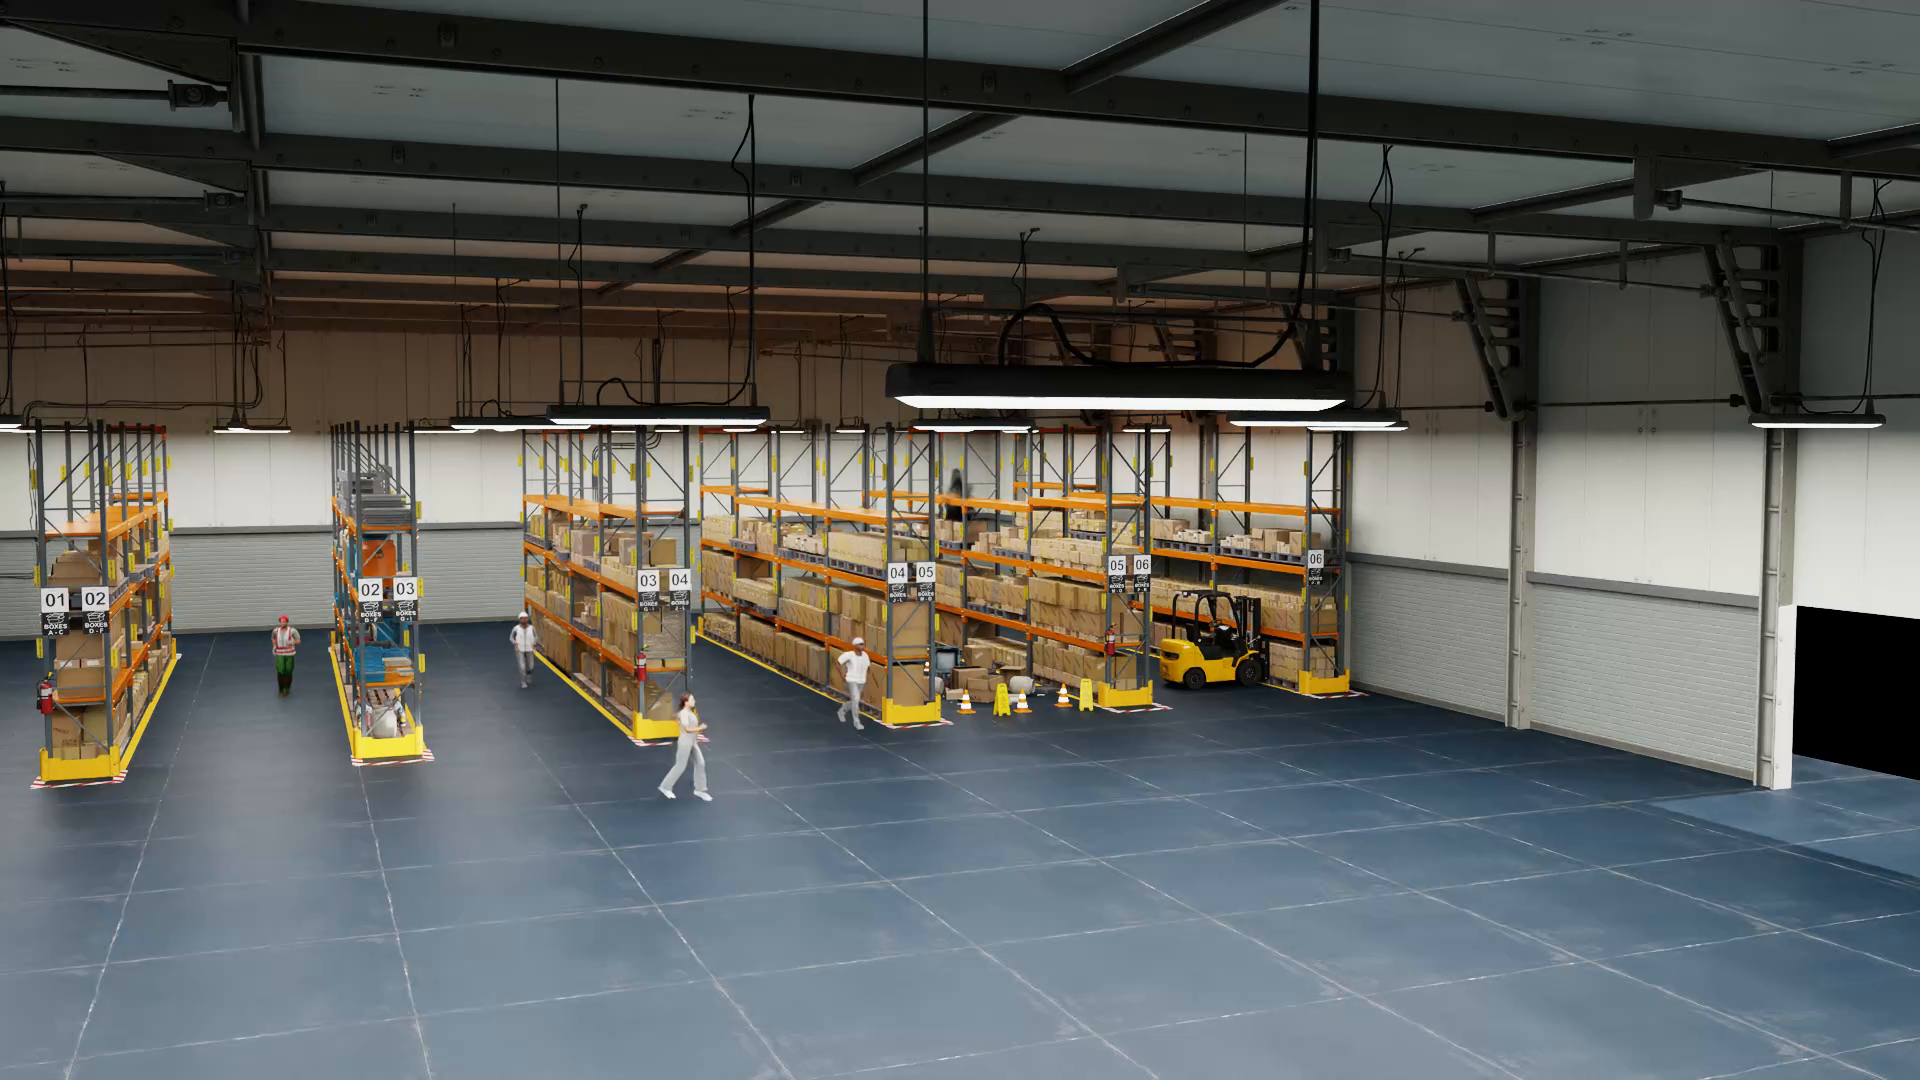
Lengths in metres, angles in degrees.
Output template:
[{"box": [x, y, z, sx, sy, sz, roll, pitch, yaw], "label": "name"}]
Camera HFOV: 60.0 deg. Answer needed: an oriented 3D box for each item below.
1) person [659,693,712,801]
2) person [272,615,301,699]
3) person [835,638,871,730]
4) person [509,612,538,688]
[{"box": [-4.313, 3.246, 26.066, 0.832, 1.716, 0.566, 0, 4, 6], "label": "person"}, {"box": [-14.778, 2.566, 36.474, 0.615, 1.850, 0.775, -1, 4, -17], "label": "person"}, {"box": [-2.047, 2.794, 32.691, 0.731, 1.741, 0.970, -3, 5, -43], "label": "person"}, {"box": [-9.893, 2.500, 37.775, 0.656, 1.722, 0.606, -1, 4, -22], "label": "person"}]
